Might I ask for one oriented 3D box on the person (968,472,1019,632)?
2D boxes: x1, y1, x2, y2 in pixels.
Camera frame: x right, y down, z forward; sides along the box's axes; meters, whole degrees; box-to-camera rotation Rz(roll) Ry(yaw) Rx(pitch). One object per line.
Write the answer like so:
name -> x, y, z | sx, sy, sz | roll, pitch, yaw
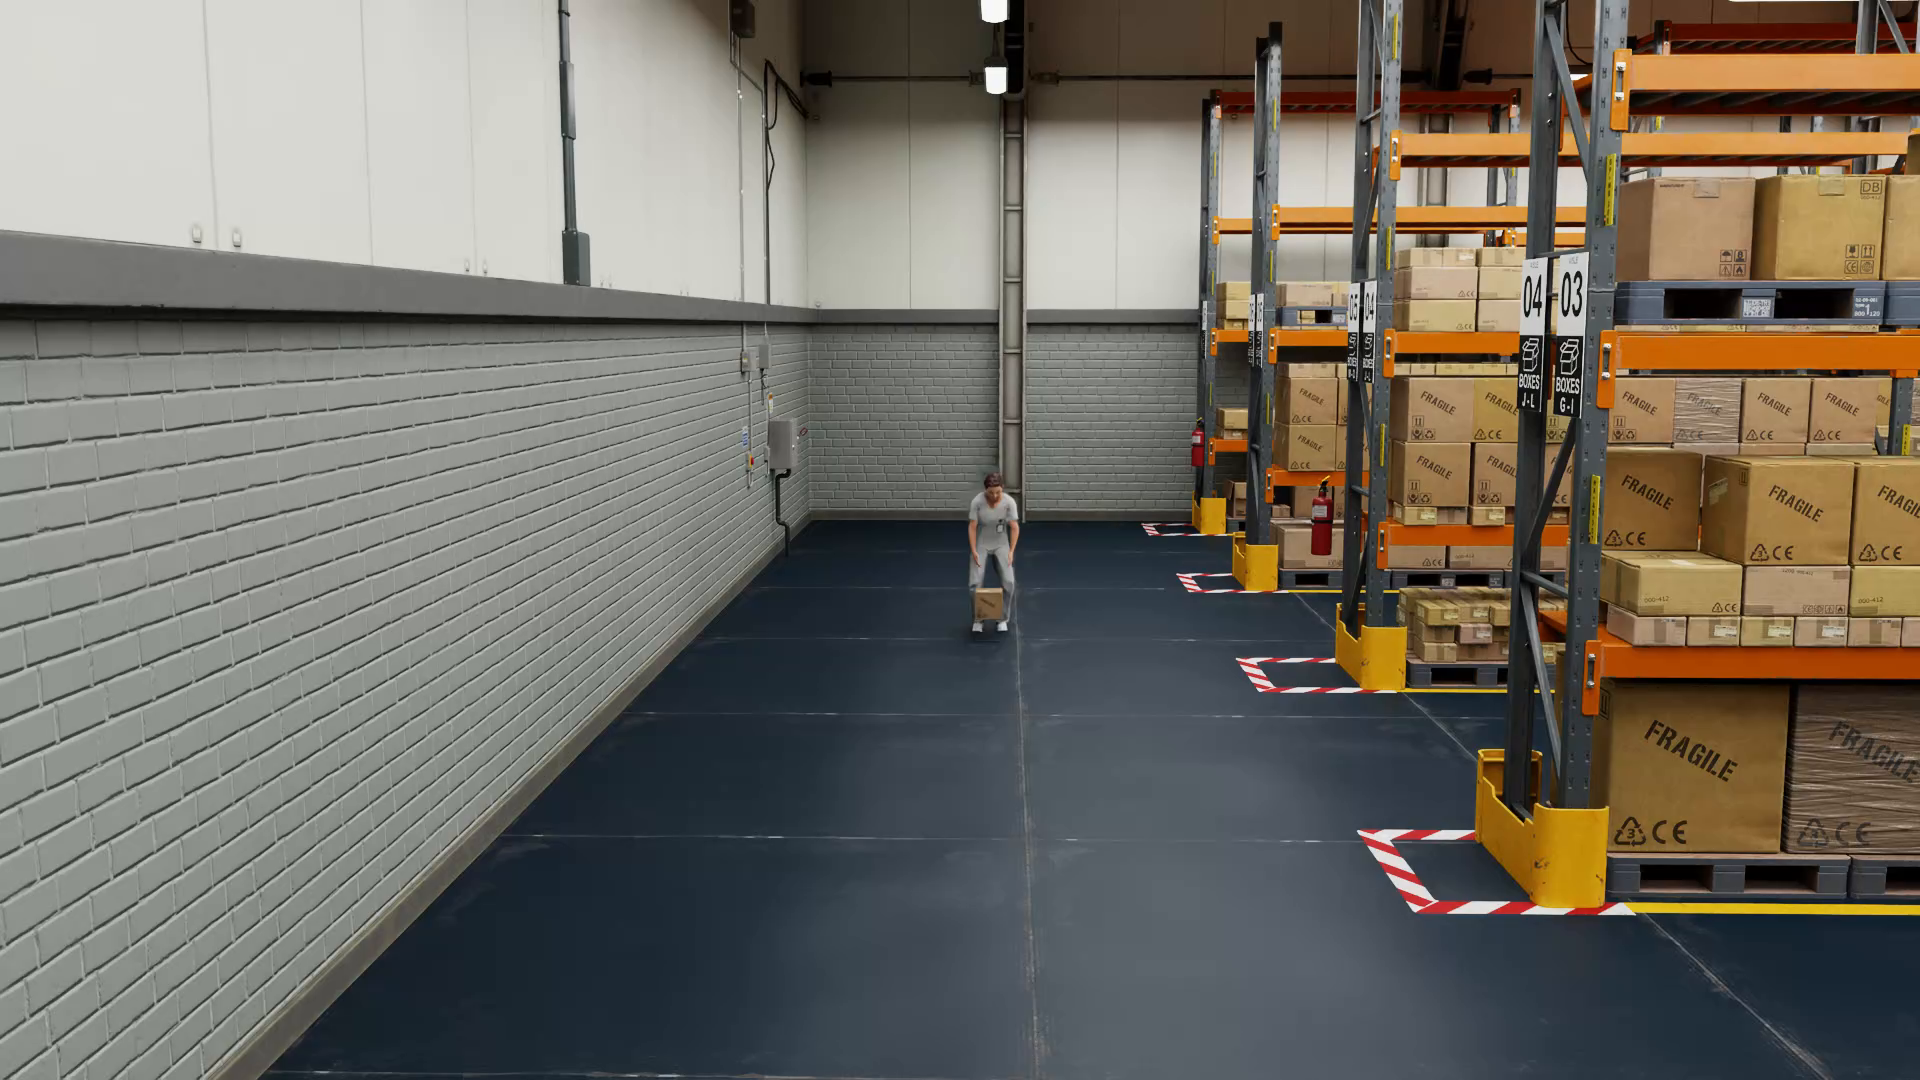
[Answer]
person -> 0.315, 0.105, 15.628 | 0.483, 1.515, 0.532 | 0, 7, 2
